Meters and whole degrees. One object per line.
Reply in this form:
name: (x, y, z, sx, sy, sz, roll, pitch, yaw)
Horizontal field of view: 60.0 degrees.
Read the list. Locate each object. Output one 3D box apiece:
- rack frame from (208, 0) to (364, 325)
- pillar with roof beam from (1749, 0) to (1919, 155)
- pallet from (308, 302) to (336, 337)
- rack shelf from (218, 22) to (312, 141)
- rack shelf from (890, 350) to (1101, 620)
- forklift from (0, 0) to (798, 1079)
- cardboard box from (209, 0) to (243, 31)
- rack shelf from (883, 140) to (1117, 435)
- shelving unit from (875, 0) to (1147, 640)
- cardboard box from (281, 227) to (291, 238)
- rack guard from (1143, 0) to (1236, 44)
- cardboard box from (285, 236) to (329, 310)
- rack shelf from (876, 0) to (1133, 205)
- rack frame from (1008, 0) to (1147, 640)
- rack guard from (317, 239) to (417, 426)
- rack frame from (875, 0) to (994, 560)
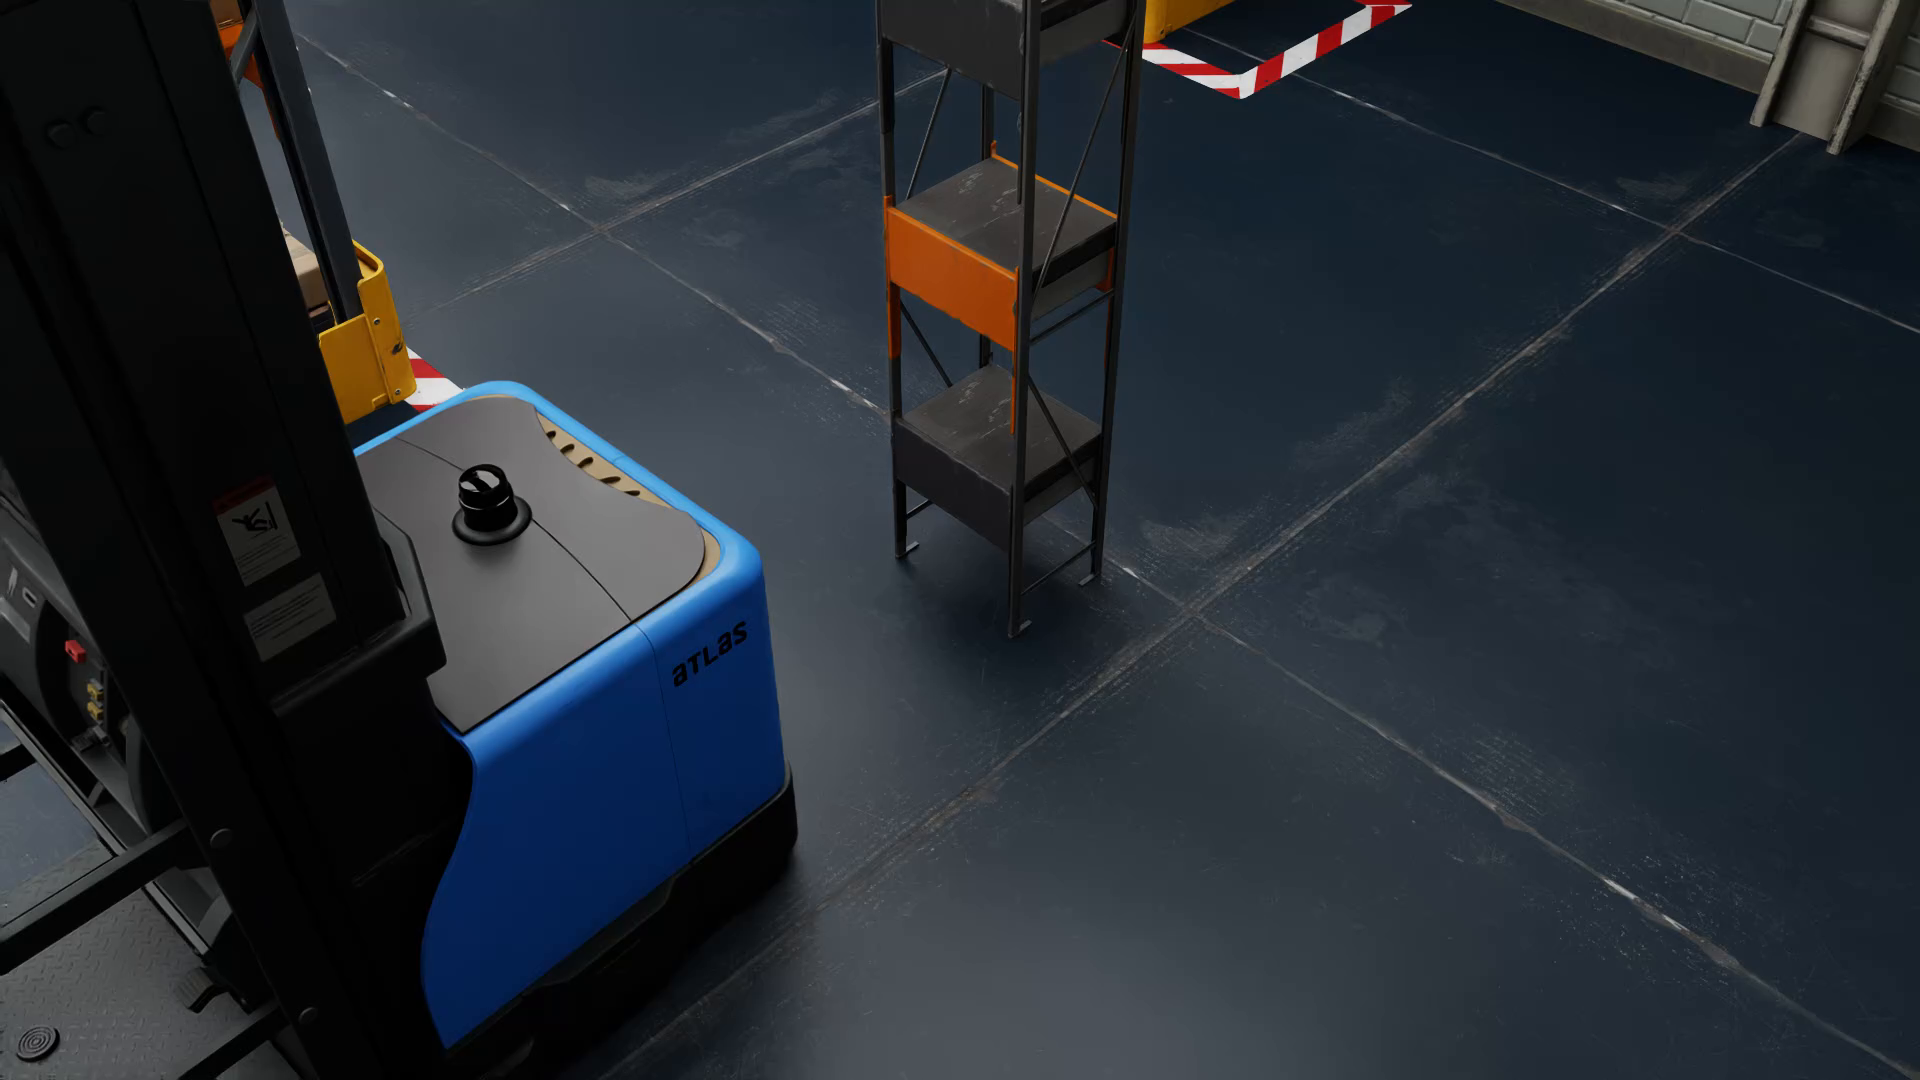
rack frame: (-2.357, -1.395, 4.549, 1.000, 3.000, 0.127, -34, 53, -31)
pillar with roof beam: (0.619, -3.028, 1.896, 9.100, 9.000, 0.400, -34, 53, -31)
pallet: (-2.974, -0.790, 5.949, 1.003, 0.211, 1.213, -34, 53, -31)
rack shelf: (-3.769, -2.092, 5.833, 1.077, 0.370, 4.000, -34, 53, -31)
rack shelf: (0.117, -0.168, 4.936, 0.431, 0.518, 0.480, -34, 53, -31)
forklift: (-1.795, 0.244, 2.826, 1.130, 2.935, 3.031, 32, 52, 30)
cardboard box: (-2.484, -1.771, 4.883, 0.500, 0.500, 0.500, -33, 52, -30)
rack shelf: (0.117, -0.682, 4.461, 0.431, 0.518, 0.480, -34, 53, -31)
shelving unit: (0.117, -0.692, 4.451, 0.431, 2.100, 0.503, -34, 53, -31)
cardboard box: (-2.586, -1.002, 5.888, 0.380, 0.166, 0.250, -34, 53, -31)
rack guard: (1.165, -2.841, 7.956, 1.175, 0.500, 0.348, -34, 53, -31)
cardboard box: (-2.409, -0.875, 5.763, 0.380, 0.149, 0.250, -34, 53, -31)
rack shelf: (0.117, -1.196, 3.986, 0.431, 0.518, 0.480, -34, 53, -31)
rack frame: (0.289, -0.574, 4.324, 0.400, 2.100, 0.015, -34, 53, -31)
rack guard: (-2.411, -0.513, 5.437, 1.175, 0.500, 0.348, -34, 53, -31)
rack frame: (-0.055, -0.809, 4.578, 0.400, 2.100, 0.015, -34, 53, -31)
